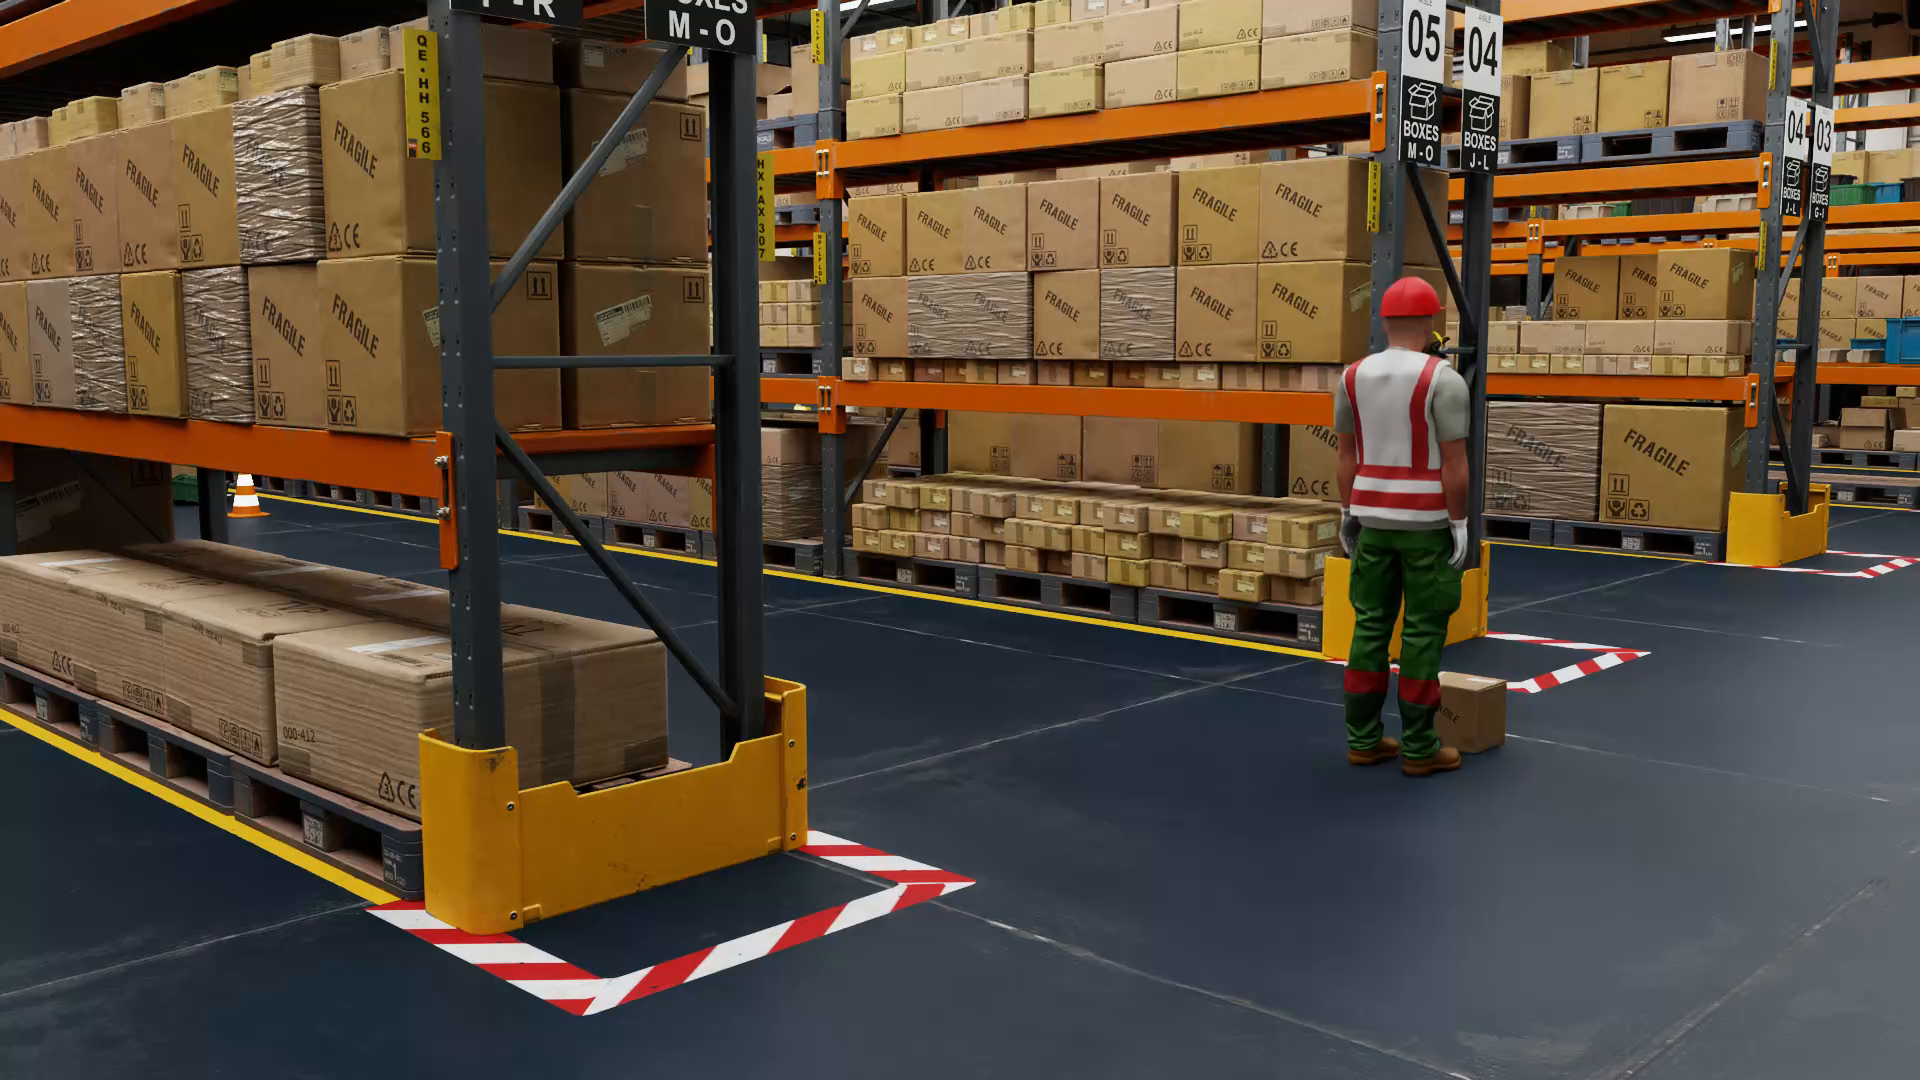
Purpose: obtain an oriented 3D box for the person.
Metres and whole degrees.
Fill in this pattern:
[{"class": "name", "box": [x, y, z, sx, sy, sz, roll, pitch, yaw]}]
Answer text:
[{"class": "person", "box": [1.626, -0.055, 6.067, 0.529, 1.792, 0.367, 7, 10, 45]}]
